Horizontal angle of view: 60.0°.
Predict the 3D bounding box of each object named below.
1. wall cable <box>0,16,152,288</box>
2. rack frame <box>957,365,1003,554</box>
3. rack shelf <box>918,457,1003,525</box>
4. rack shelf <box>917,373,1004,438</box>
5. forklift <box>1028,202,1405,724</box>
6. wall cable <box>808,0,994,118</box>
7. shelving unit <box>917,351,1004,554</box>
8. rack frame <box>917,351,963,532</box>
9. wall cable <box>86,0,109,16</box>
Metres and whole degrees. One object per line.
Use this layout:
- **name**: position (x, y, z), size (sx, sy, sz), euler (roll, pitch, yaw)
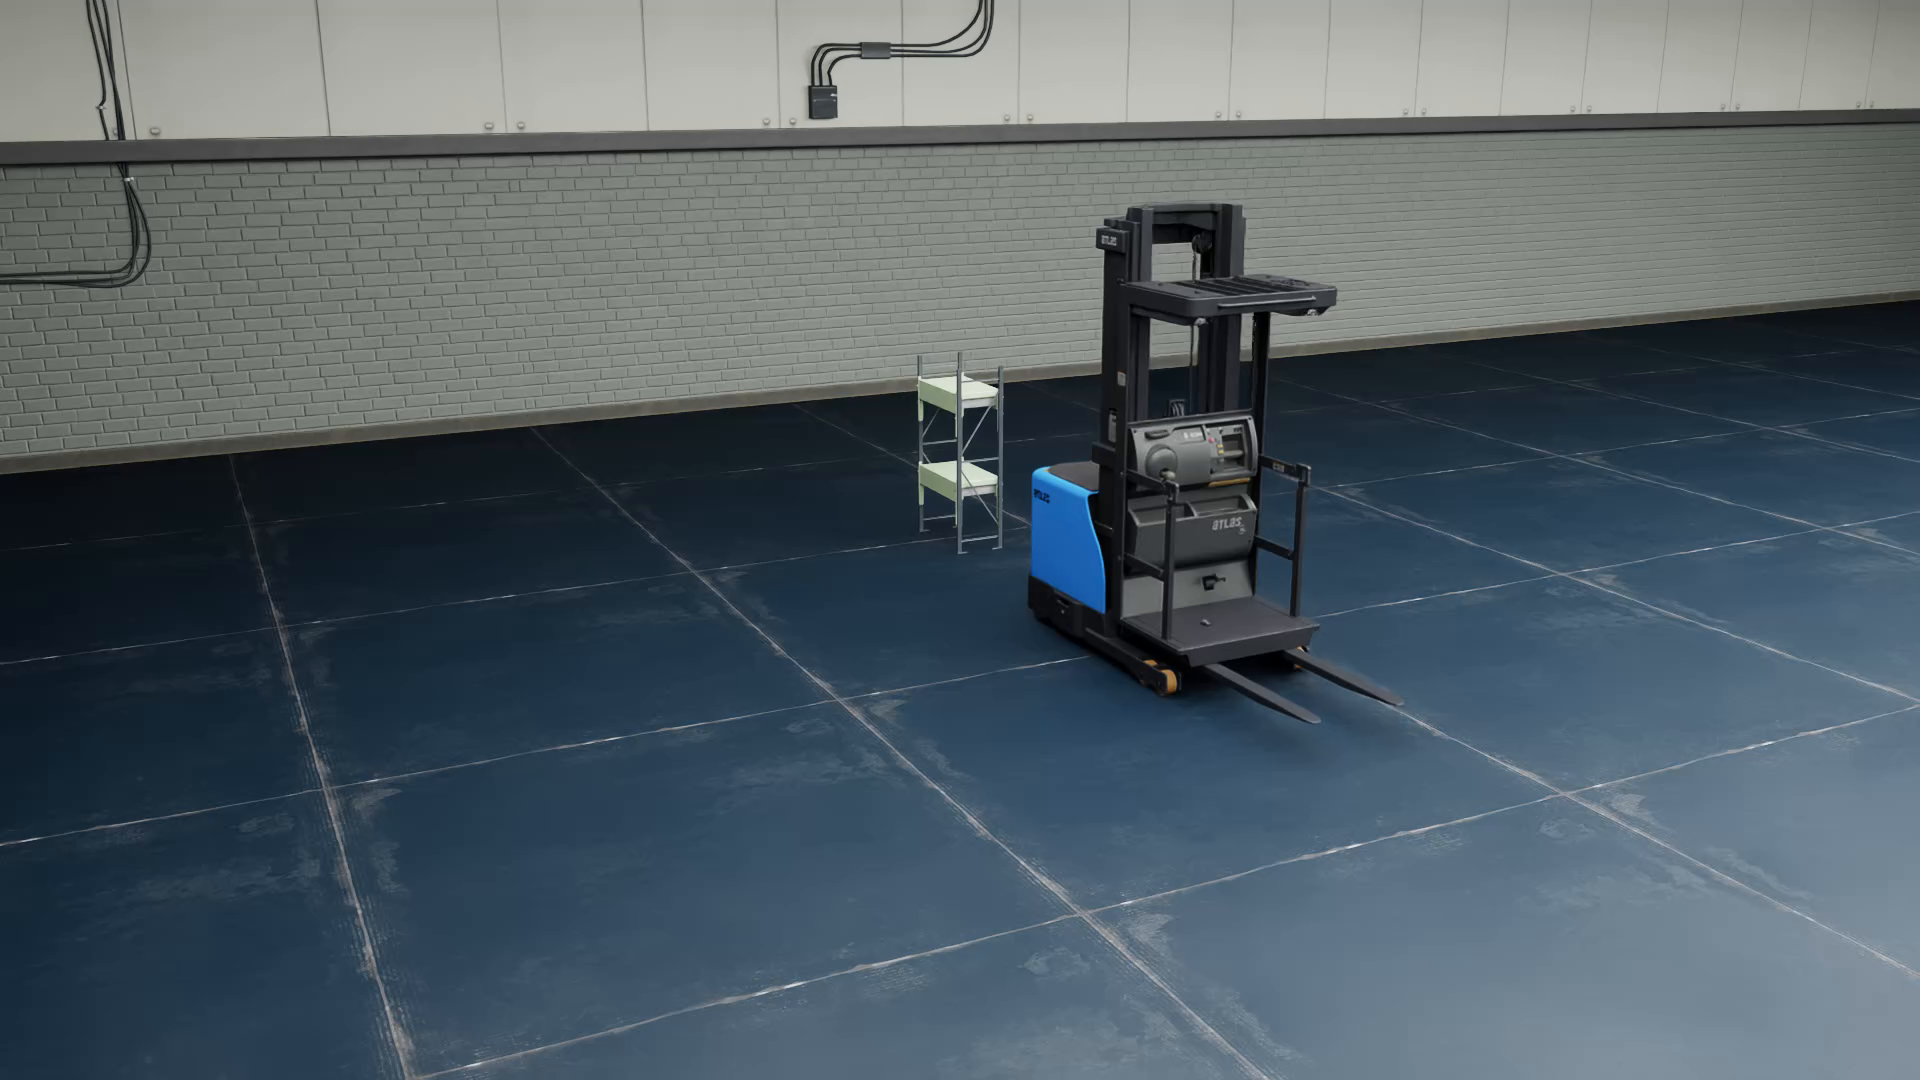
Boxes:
- **wall cable**: position (-9.163, -3.457, 15.113), size (3.097, 2.526, 0.112), euler (-8, 18, -25)
- **rack frame**: position (0.157, -0.632, 13.233), size (0.400, 1.500, 0.023), euler (-8, 18, -25)
- **rack shelf**: position (-0.003, -0.409, 13.639), size (0.431, 0.370, 0.720), euler (-8, 18, -25)
- **rack shelf**: position (-0.003, -1.098, 13.442), size (0.431, 0.370, 0.720), euler (-8, 18, -25)
- **forklift**: position (1.601, -0.577, 10.448), size (1.130, 2.935, 3.031), euler (-8, 18, -26)
- **wall cable**: position (-0.622, -7.728, 18.199), size (2.305, 6.003, 0.169), euler (-8, 18, -25)
- **shelving unit**: position (-0.003, -0.723, 13.550), size (0.431, 1.500, 0.755), euler (-8, 18, -25)
- **rack frame**: position (-0.163, -0.813, 13.866), size (0.400, 1.500, 0.023), euler (-8, 18, -25)
- **wall cable**: position (-6.731, -6.212, 15.555), size (3.097, 2.526, 0.112), euler (-8, 18, -25)
